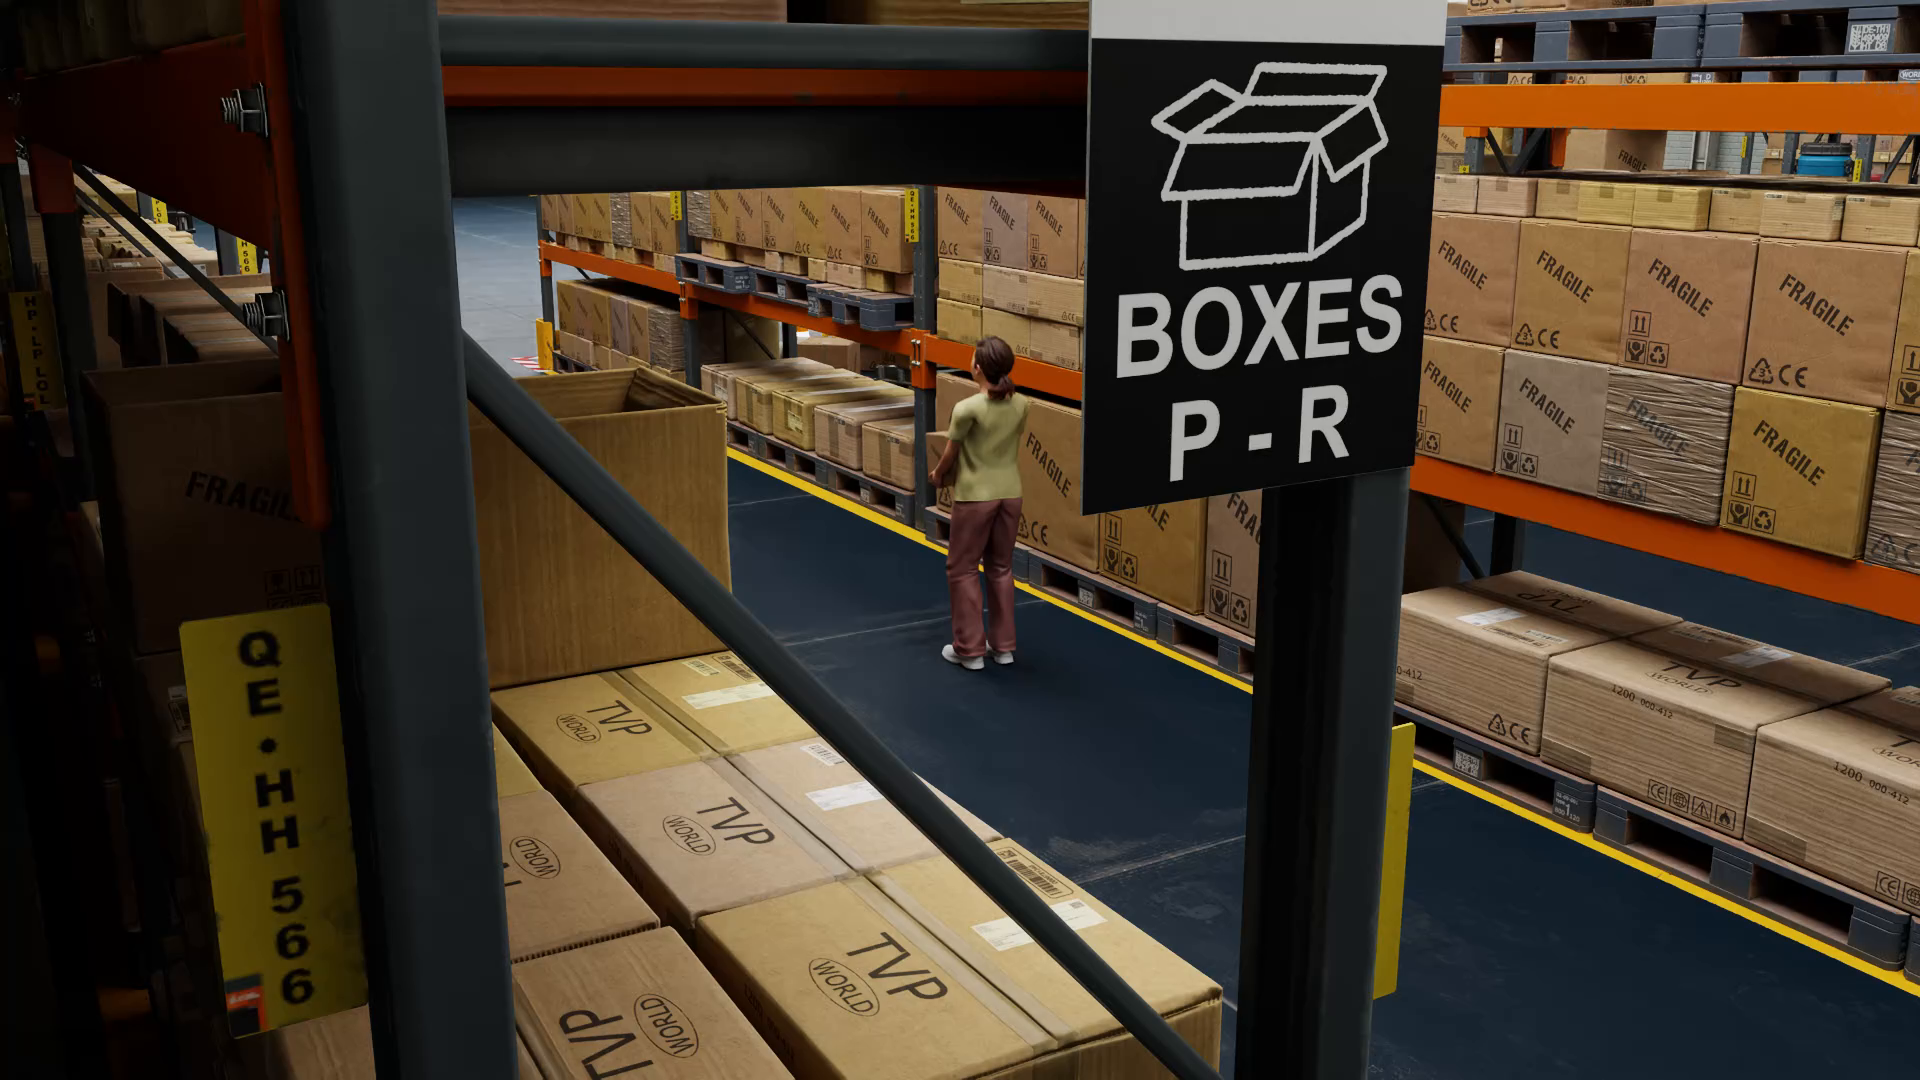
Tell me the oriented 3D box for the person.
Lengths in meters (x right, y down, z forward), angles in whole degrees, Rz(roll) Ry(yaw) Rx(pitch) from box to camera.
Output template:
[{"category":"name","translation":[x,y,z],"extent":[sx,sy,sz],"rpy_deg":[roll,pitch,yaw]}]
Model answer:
[{"category":"person","translation":[0.098,-0.185,8.180],"extent":[0.425,1.657,0.561],"rpy_deg":[-8,17,-29]}]
